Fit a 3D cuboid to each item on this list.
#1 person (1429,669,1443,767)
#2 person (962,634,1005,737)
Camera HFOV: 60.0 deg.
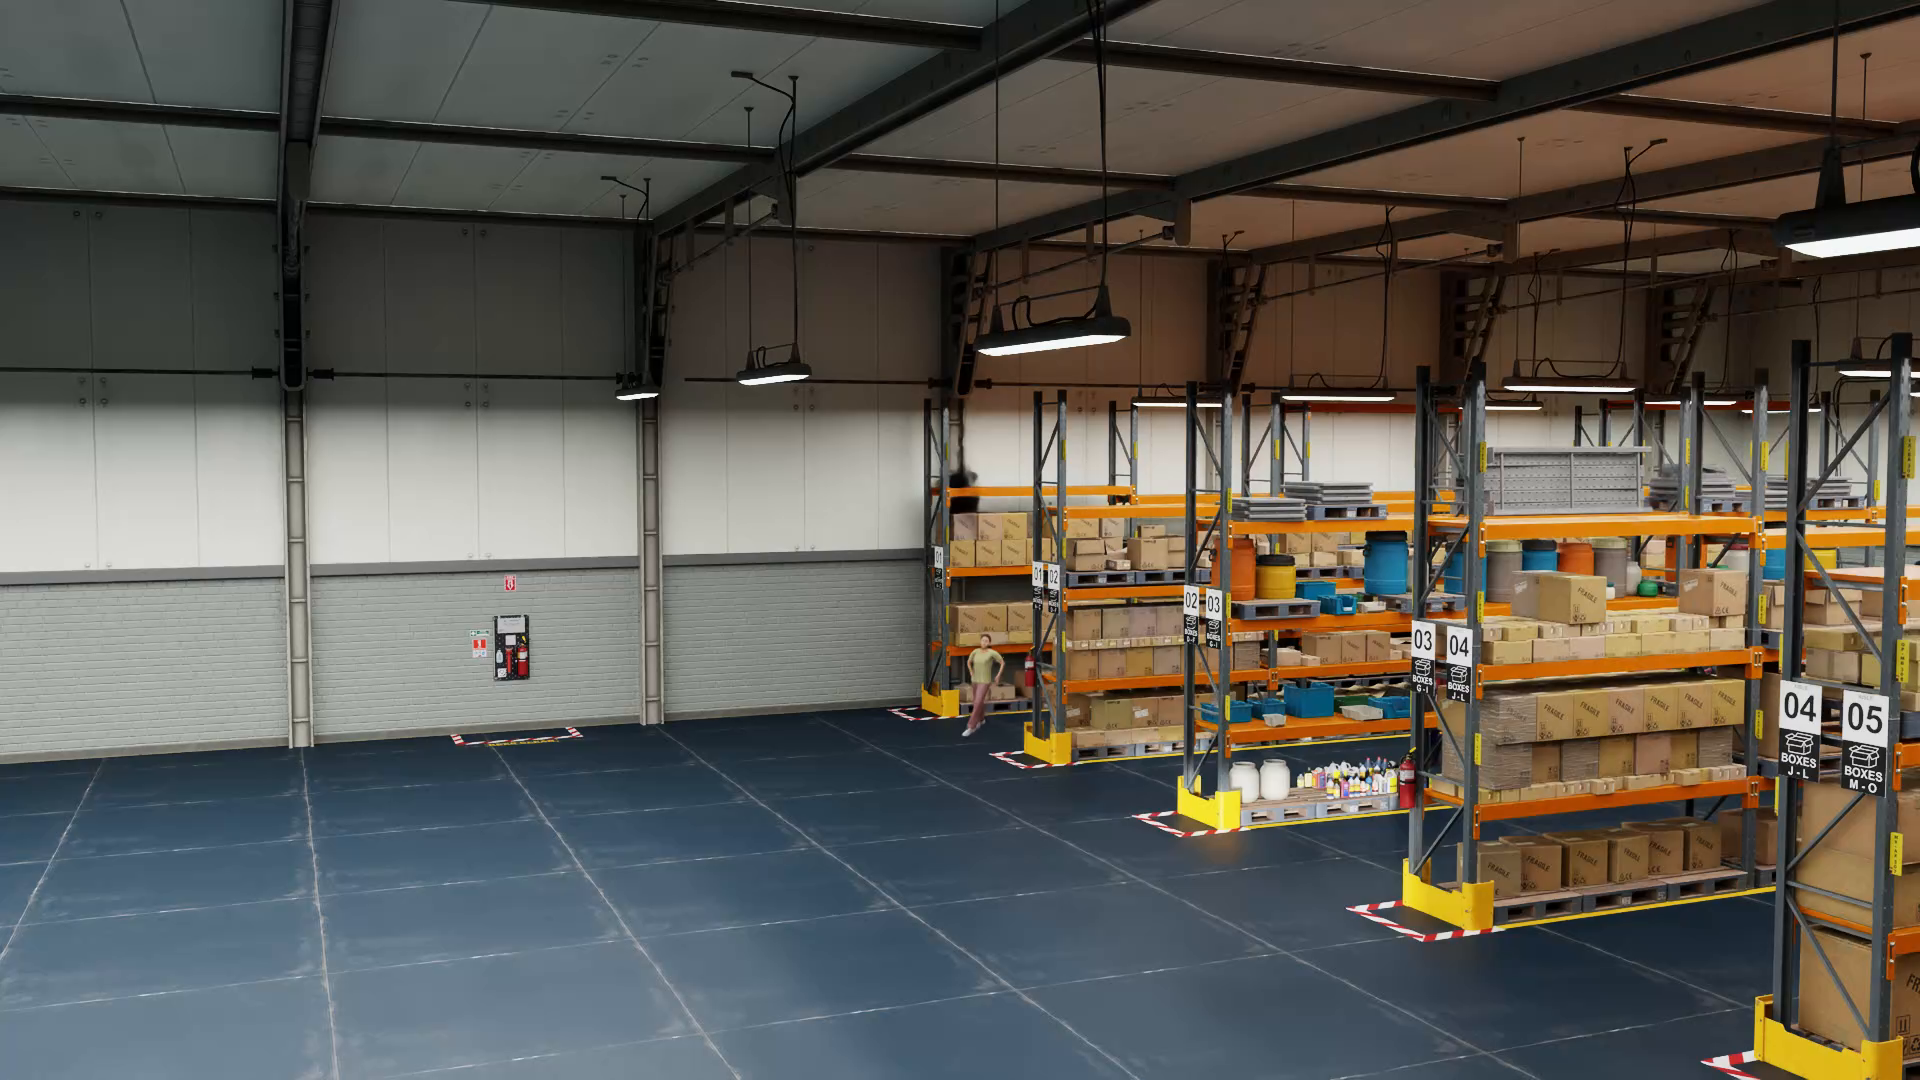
[{"bbox_3d":[7.643,2.822,26.629,0.575,1.588,0.614,-2,4,-30],"label":"person"},{"bbox_3d":[0.378,2.403,27.798,0.634,1.694,0.810,2,4,30],"label":"person"}]
